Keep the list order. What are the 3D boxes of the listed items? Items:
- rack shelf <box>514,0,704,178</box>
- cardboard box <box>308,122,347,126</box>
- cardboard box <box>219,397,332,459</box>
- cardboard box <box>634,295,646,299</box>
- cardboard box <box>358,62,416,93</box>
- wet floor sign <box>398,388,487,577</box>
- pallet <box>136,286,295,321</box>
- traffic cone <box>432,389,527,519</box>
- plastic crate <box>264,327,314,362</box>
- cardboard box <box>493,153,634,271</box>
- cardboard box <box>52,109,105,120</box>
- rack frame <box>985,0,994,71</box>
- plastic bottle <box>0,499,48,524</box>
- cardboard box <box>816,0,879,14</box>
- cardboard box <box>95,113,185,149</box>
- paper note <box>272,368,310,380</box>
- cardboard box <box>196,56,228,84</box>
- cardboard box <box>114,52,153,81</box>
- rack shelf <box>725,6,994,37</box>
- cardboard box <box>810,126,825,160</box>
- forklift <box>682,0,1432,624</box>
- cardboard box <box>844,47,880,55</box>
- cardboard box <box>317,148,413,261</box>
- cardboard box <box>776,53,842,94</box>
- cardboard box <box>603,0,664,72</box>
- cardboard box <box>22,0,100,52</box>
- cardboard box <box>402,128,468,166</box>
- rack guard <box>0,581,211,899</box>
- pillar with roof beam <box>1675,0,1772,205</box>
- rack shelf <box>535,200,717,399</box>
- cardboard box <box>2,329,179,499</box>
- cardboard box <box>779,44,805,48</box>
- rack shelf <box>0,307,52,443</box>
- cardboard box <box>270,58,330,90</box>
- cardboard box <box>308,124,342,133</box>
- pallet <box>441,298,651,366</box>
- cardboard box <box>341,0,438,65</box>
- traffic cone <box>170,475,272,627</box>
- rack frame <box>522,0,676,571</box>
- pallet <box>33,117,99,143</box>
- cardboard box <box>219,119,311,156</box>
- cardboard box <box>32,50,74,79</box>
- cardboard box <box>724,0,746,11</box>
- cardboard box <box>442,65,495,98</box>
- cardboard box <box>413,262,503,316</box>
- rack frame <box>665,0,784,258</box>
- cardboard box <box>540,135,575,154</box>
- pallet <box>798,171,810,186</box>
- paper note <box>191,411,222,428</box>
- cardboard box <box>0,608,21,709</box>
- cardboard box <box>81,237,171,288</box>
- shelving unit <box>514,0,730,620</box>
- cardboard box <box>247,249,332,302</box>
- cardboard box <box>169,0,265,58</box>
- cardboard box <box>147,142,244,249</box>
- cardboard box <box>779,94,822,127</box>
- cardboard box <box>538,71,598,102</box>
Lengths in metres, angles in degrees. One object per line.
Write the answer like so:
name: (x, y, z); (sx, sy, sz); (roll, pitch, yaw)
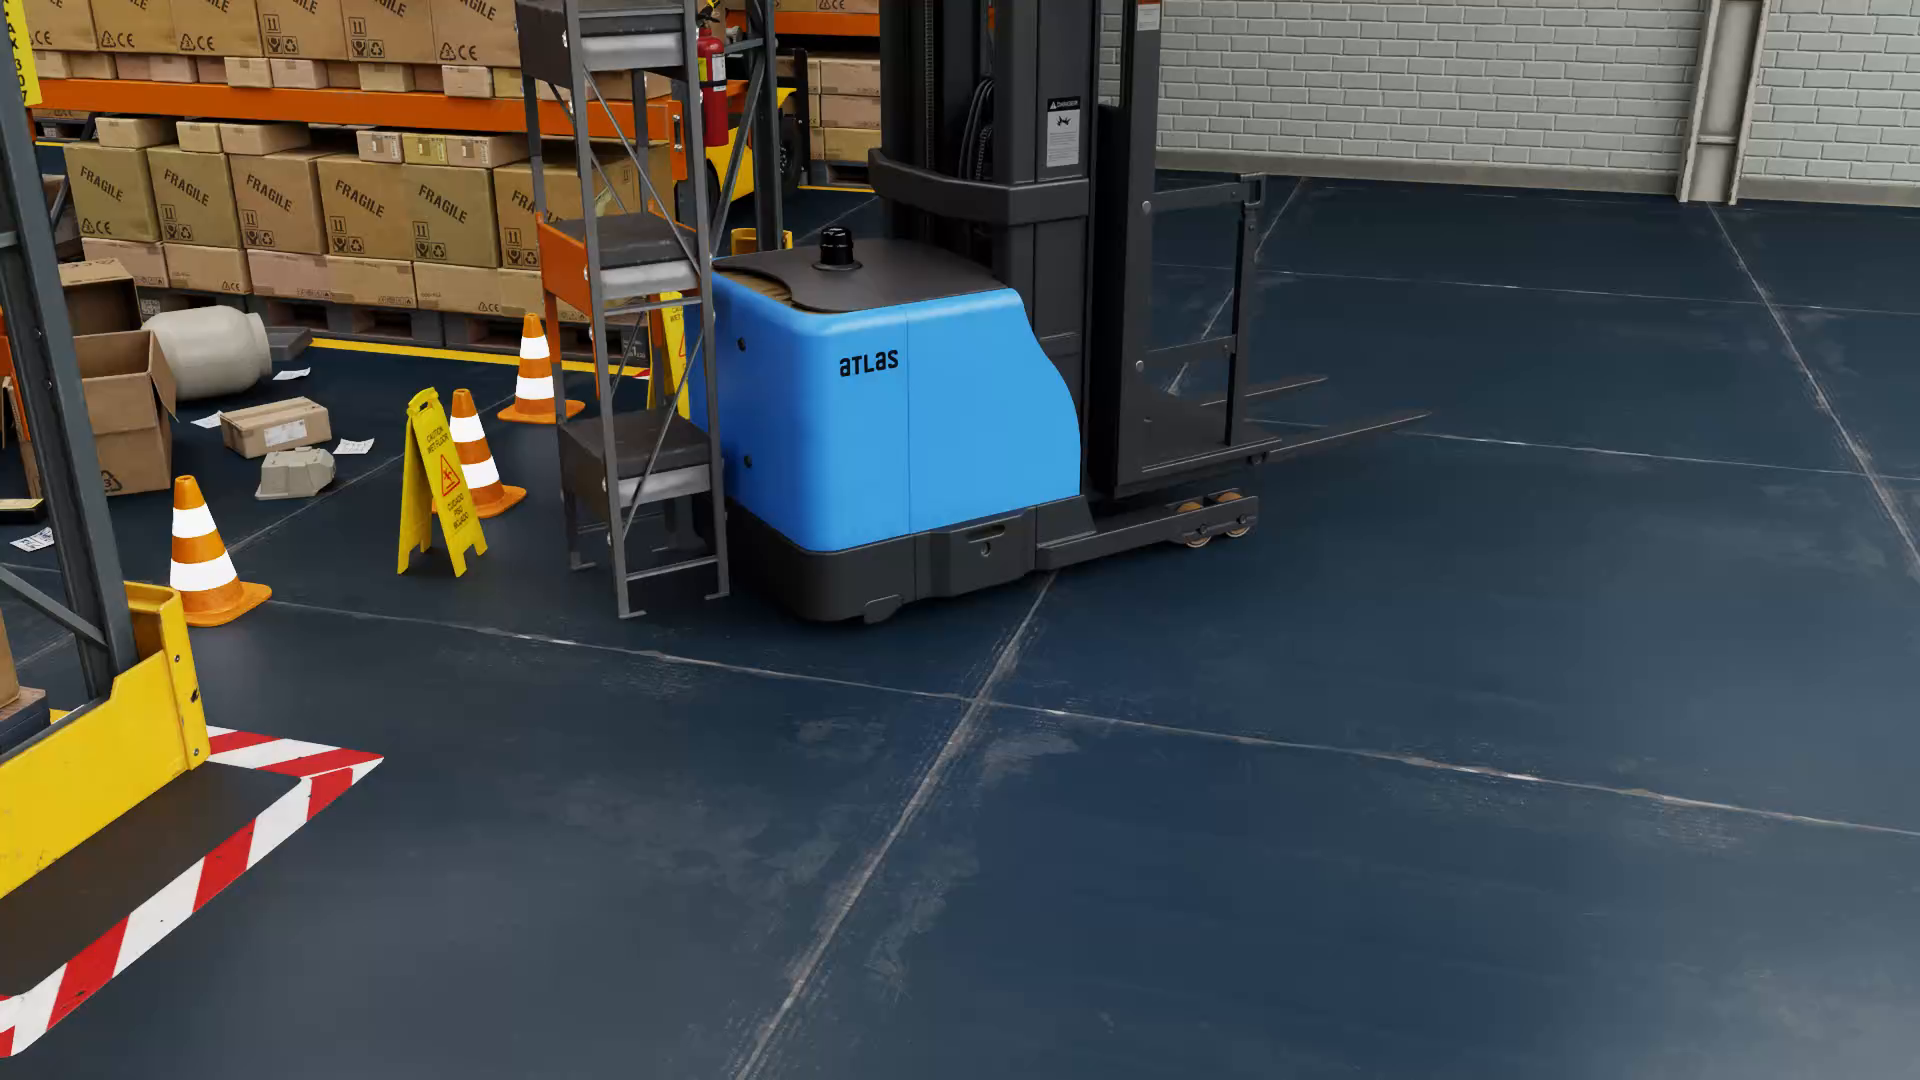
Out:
rack shelf: (-1.107, -1.457, 5.245); (0.431, 0.518, 0.480); (-13, 26, -29)
cardboard box: (-5.519, -3.963, 14.556); (0.625, 0.625, 0.875); (6, 23, 13)
cardboard box: (-2.993, -0.494, 7.277); (0.380, 0.149, 0.250); (-20, 29, -39)
cardboard box: (-1.848, -1.514, 9.078); (0.500, 0.250, 0.500); (6, 23, 15)
cardboard box: (-2.820, -2.365, 8.413); (0.250, 0.149, 0.380); (6, 23, 15)
wet floor sign: (-1.889, -0.220, 5.957); (0.232, 0.644, 0.267); (3, 22, 6)
pallet: (-4.332, -1.490, 9.625); (1.213, 0.211, 1.003); (7, 23, 16)
traffic cone: (-1.935, -0.367, 6.555); (0.334, 0.463, 0.336); (7, 23, 16)
plastic crate: (-3.719, -1.020, 8.652); (0.583, 0.080, 0.402); (-1, 22, -3)
cardboard box: (-1.998, -1.665, 8.458); (0.500, 0.500, 0.500); (7, 23, 16)
cardboard box: (-7.851, -4.090, 15.028); (0.500, 0.500, 0.500); (7, 23, 17)
rack frame: (0.275, -4.207, 12.573); (0.127, 3.000, 1.000); (7, 23, 16)
plastic bottle: (-3.707, -0.111, 6.460); (0.283, 0.061, 0.133); (-1, 22, -3)
cardboard box: (-0.766, -4.272, 12.600); (0.500, 0.500, 0.500); (7, 23, 17)
cardboard box: (-4.396, -2.212, 8.938); (0.250, 0.149, 0.380); (7, 23, 16)
paper note: (-3.312, -0.826, 8.244); (0.148, 0.019, 0.142); (-1, 22, -3)
cardboard box: (-3.765, -2.489, 8.718); (0.250, 0.149, 0.380); (6, 23, 15)
cardboard box: (-4.256, -2.547, 8.858); (0.250, 0.149, 0.380); (6, 23, 15)
rack shelf: (-1.640, -4.093, 13.244); (4.000, 0.370, 1.077); (7, 23, 16)
cardboard box: (-1.216, -3.182, 13.144); (0.500, 0.250, 0.500); (7, 23, 16)
forklift: (0.529, -1.483, 6.023); (3.031, 2.935, 1.130); (-14, 26, -30)
cardboard box: (-0.610, -3.766, 13.252); (0.500, 0.250, 0.500); (7, 23, 16)
cardboard box: (-2.980, -1.779, 8.736); (0.500, 0.500, 0.500); (6, 23, 14)
cardboard box: (-1.233, -3.634, 12.929); (0.500, 0.250, 0.500); (7, 23, 16)
cardboard box: (-1.755, -2.546, 8.001); (0.500, 0.500, 0.500); (6, 23, 15)
cardboard box: (-4.644, -2.876, 8.804); (0.500, 0.500, 0.500); (6, 23, 15)
cardboard box: (-2.609, -2.010, 8.444); (0.250, 0.149, 0.380); (7, 23, 16)
rack guard: (-2.466, 0.566, 4.232); (0.348, 0.500, 1.175); (7, 23, 16)
pillar with roof beam: (4.369, -5.164, 7.002); (0.400, 9.000, 9.100); (7, 23, 16)
rack shelf: (-1.106, -0.809, 5.510); (0.431, 0.518, 0.480); (-13, 26, -29)
cardboard box: (-3.569, -0.521, 6.876); (0.637, 0.503, 0.797); (-9, 24, -21)
cardboard box: (-1.575, -3.884, 13.538); (0.500, 0.250, 0.500); (6, 23, 14)
rack shelf: (-4.403, -0.480, 4.435); (4.000, 0.370, 1.077); (7, 23, 16)
cardboard box: (-3.305, -2.413, 8.531); (0.250, 0.149, 0.380); (6, 23, 15)
cardboard box: (-3.854, -2.088, 9.489); (0.500, 0.500, 0.500); (7, 23, 16)
pallet: (-1.996, -1.223, 8.973); (1.213, 0.211, 1.003); (7, 23, 16)
cardboard box: (-2.711, -2.659, 8.275); (0.500, 0.500, 0.500); (6, 23, 15)
traffic cone: (-2.587, 0.006, 5.645); (0.334, 0.463, 0.336); (7, 23, 16)
rack frame: (-1.232, -0.901, 5.698); (0.400, 2.100, 0.015); (-13, 26, -29)
pallet: (-8.088, -3.889, 15.473); (1.213, 0.211, 1.003); (7, 23, 16)
cardboard box: (-3.645, -2.128, 8.732); (0.250, 0.149, 0.380); (8, 24, 19)
cardboard box: (-4.776, -2.574, 8.924); (0.250, 0.149, 0.380); (6, 23, 15)
cardboard box: (-1.742, -4.379, 12.861); (0.500, 0.500, 0.500); (7, 23, 16)
cardboard box: (-2.344, -2.290, 8.232); (0.250, 0.149, 0.380); (7, 23, 16)
cardboard box: (-2.501, -1.375, 8.741); (0.500, 0.250, 0.500); (7, 23, 16)
rack frame: (-1.156, -2.403, 8.175); (0.127, 3.000, 1.000); (7, 23, 16)
cardboard box: (-2.373, -1.919, 9.077); (0.500, 0.500, 0.500); (6, 23, 14)
pallet: (-1.634, -3.120, 13.597); (1.213, 0.211, 1.003); (7, 23, 15)
paper note: (-3.405, -0.552, 7.590); (0.142, 0.019, 0.148); (16, 27, 34)
cardboard box: (-3.157, 0.145, 4.210); (0.875, 0.875, 0.875); (7, 23, 16)
cardboard box: (-4.498, -1.601, 9.290); (0.500, 0.250, 0.500); (5, 23, 13)
shelving unit: (-1.106, -0.822, 5.505); (0.431, 2.100, 0.503); (-13, 26, -29)
cardboard box: (-3.475, -1.489, 9.017); (0.500, 0.250, 0.500); (6, 23, 15)
cardboard box: (-3.680, -2.769, 8.545); (0.500, 0.500, 0.500); (6, 23, 15)
cardboard box: (-3.982, -1.893, 9.015); (0.500, 0.500, 0.500); (8, 23, 18)
cardboard box: (-1.259, -3.408, 13.036); (0.500, 0.250, 0.500); (6, 23, 14)
cardboard box: (-1.850, -2.237, 8.103); (0.250, 0.149, 0.380); (6, 23, 15)
